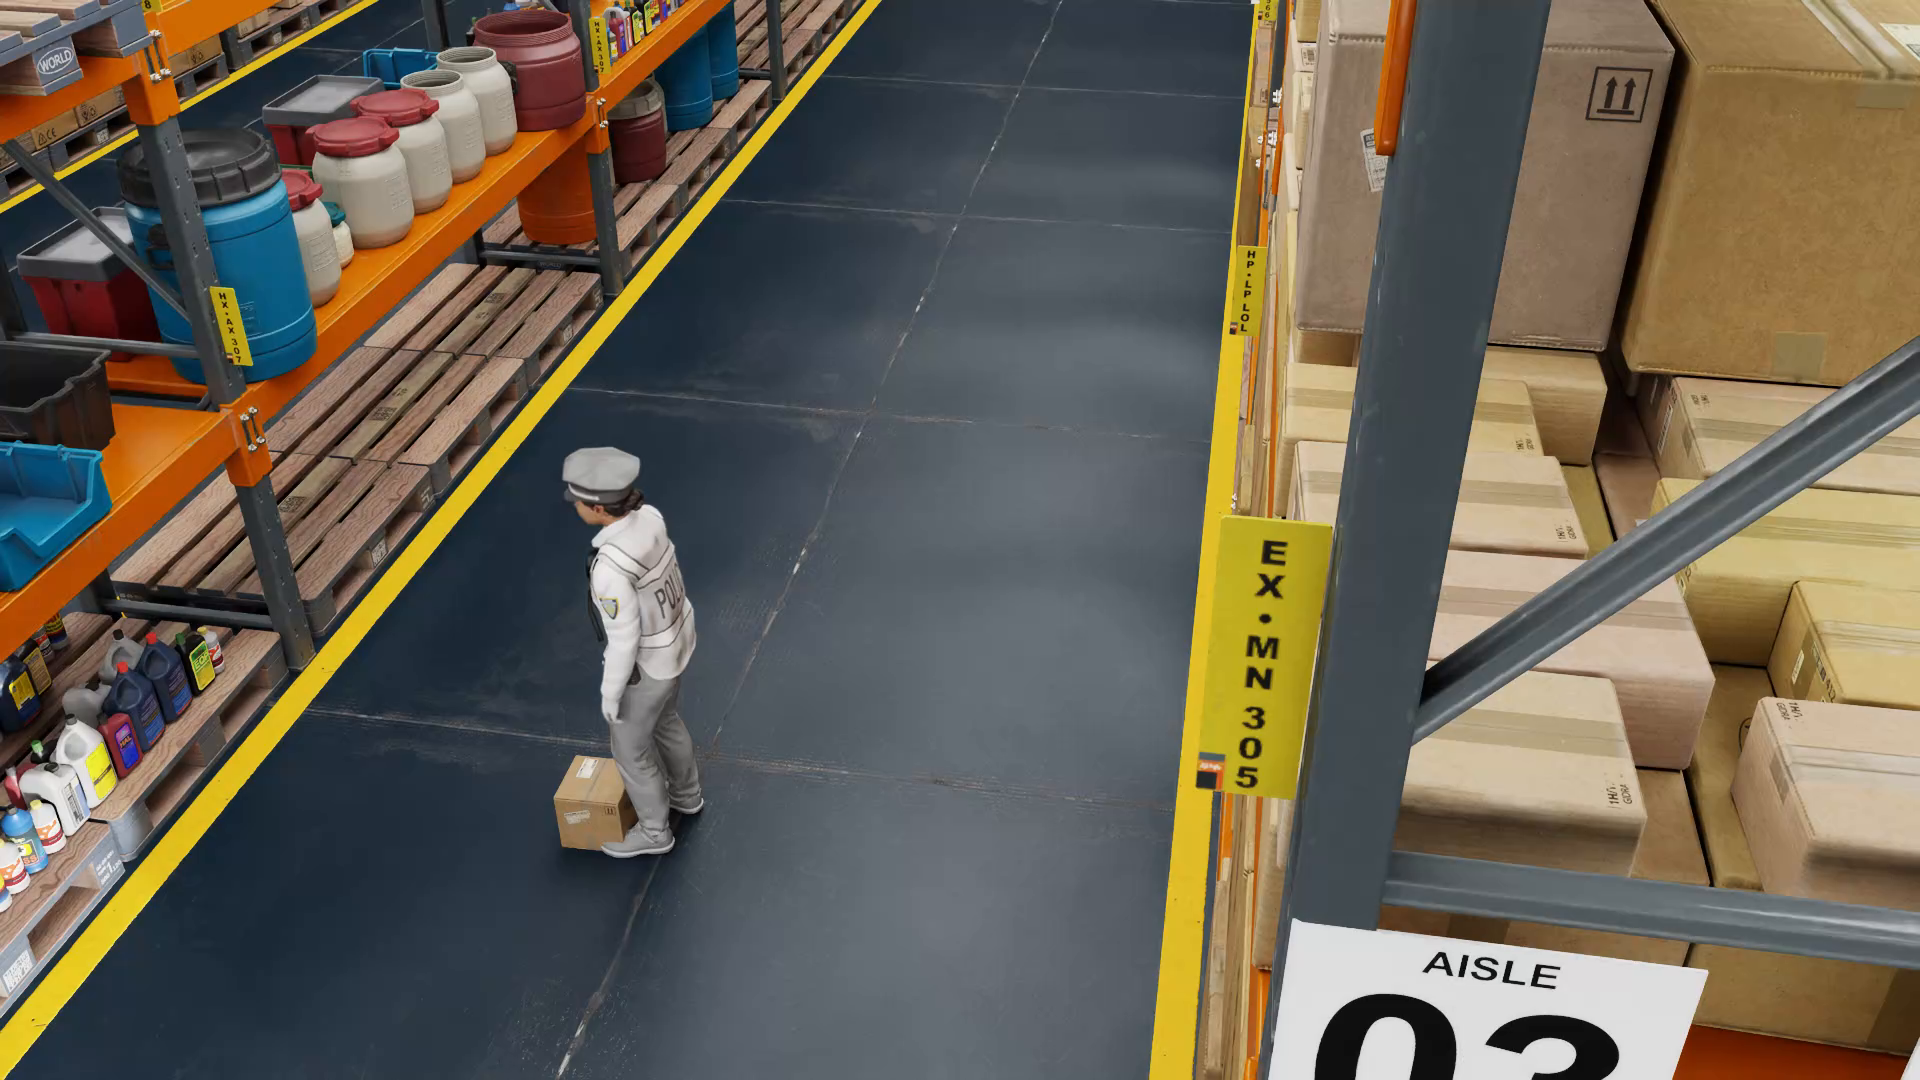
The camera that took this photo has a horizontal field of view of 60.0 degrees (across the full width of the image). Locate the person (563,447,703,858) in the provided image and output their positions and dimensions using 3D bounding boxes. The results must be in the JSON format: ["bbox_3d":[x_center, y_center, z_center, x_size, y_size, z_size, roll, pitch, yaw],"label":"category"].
[{"bbox_3d":[-1.156,0.429,5.962,0.403,1.664,0.529,5,33,9],"label":"person"}]
